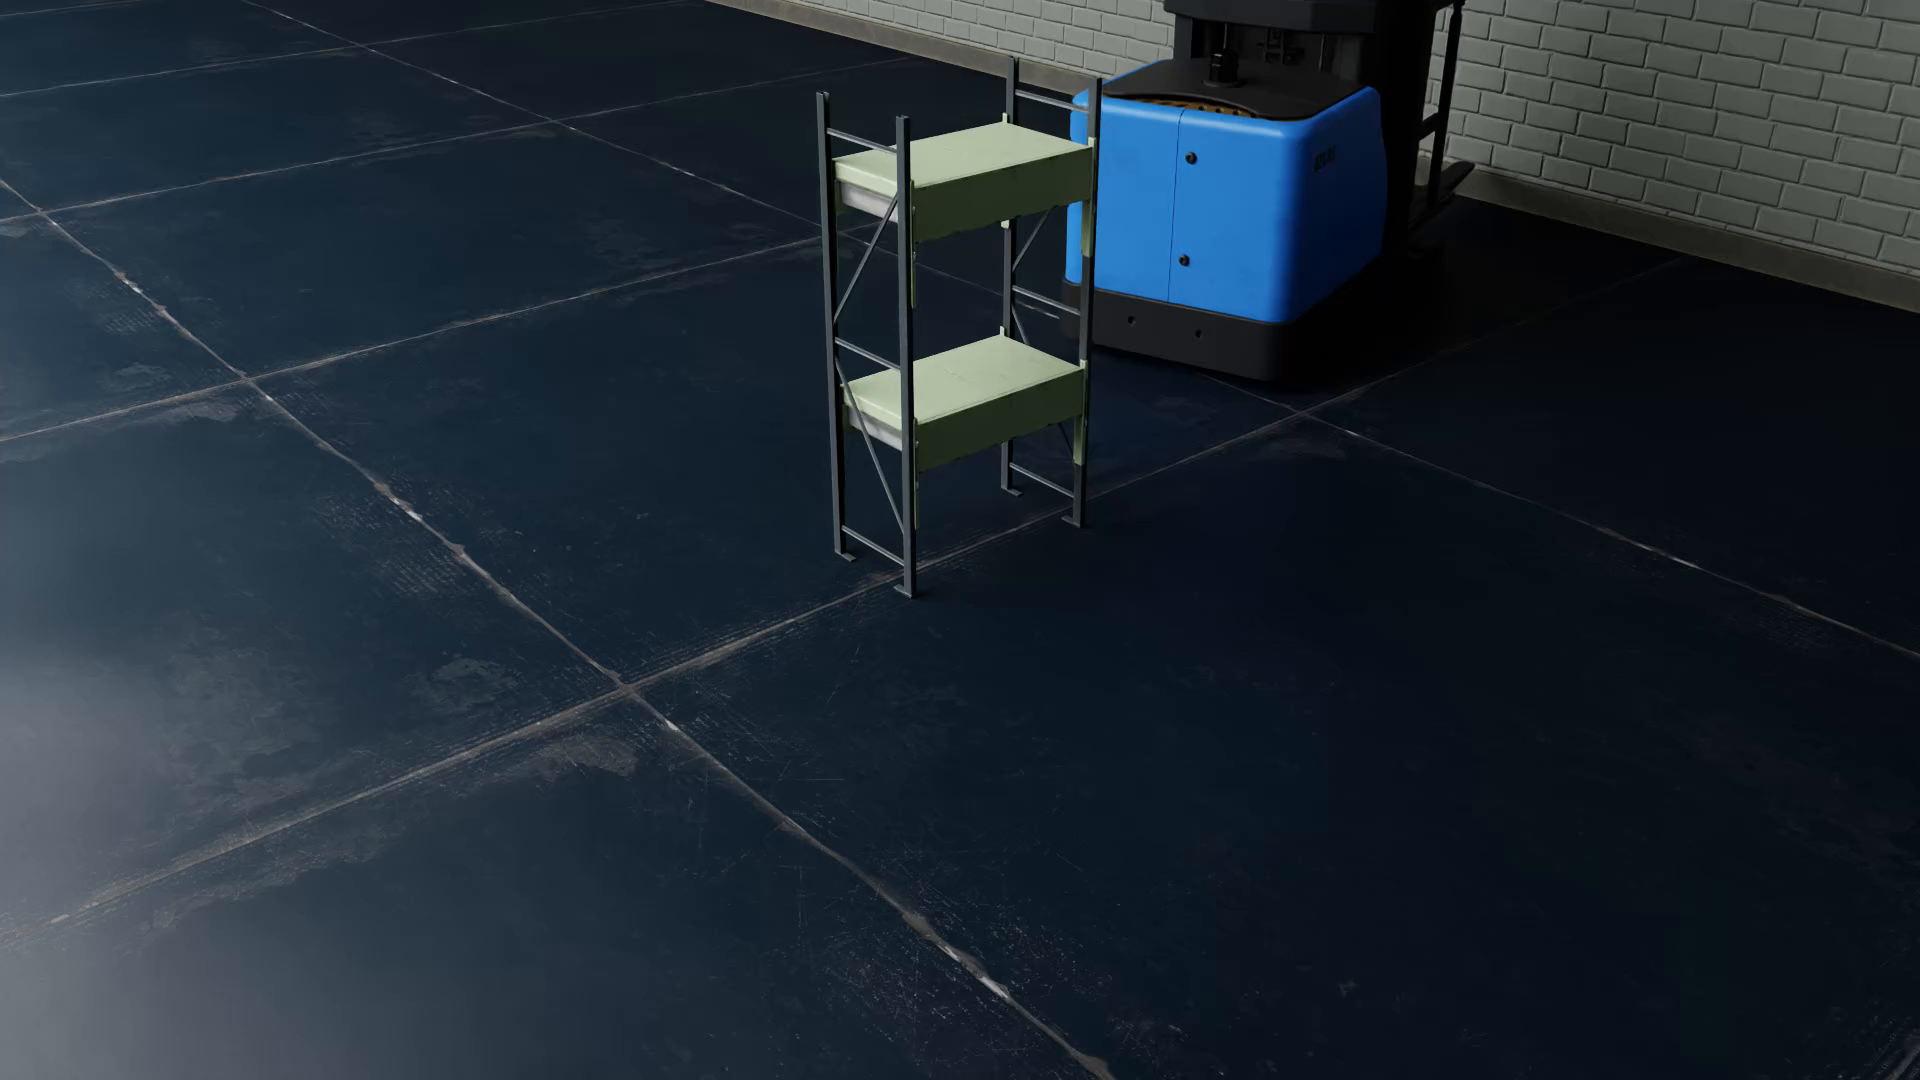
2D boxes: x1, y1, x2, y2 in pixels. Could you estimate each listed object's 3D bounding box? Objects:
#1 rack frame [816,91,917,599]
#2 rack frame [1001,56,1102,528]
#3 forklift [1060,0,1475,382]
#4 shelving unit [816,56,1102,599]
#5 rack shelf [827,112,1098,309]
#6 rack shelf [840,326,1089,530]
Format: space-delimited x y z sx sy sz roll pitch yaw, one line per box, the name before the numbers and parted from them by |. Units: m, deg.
rack frame | -0.273 -0.552 4.986 0.023 1.500 0.400 -22 35 -35
rack frame | 0.284 -0.775 5.405 0.023 1.500 0.400 -22 35 -35
forklift | 1.634 -2.570 7.244 1.130 2.935 3.031 16 32 28
shelving unit | 0.005 -0.664 5.195 0.755 1.500 0.431 -22 35 -35
rack shelf | 0.005 -1.008 5.011 0.720 0.370 0.431 -22 35 -35
rack shelf | 0.005 -0.376 5.349 0.720 0.370 0.431 -22 35 -35
